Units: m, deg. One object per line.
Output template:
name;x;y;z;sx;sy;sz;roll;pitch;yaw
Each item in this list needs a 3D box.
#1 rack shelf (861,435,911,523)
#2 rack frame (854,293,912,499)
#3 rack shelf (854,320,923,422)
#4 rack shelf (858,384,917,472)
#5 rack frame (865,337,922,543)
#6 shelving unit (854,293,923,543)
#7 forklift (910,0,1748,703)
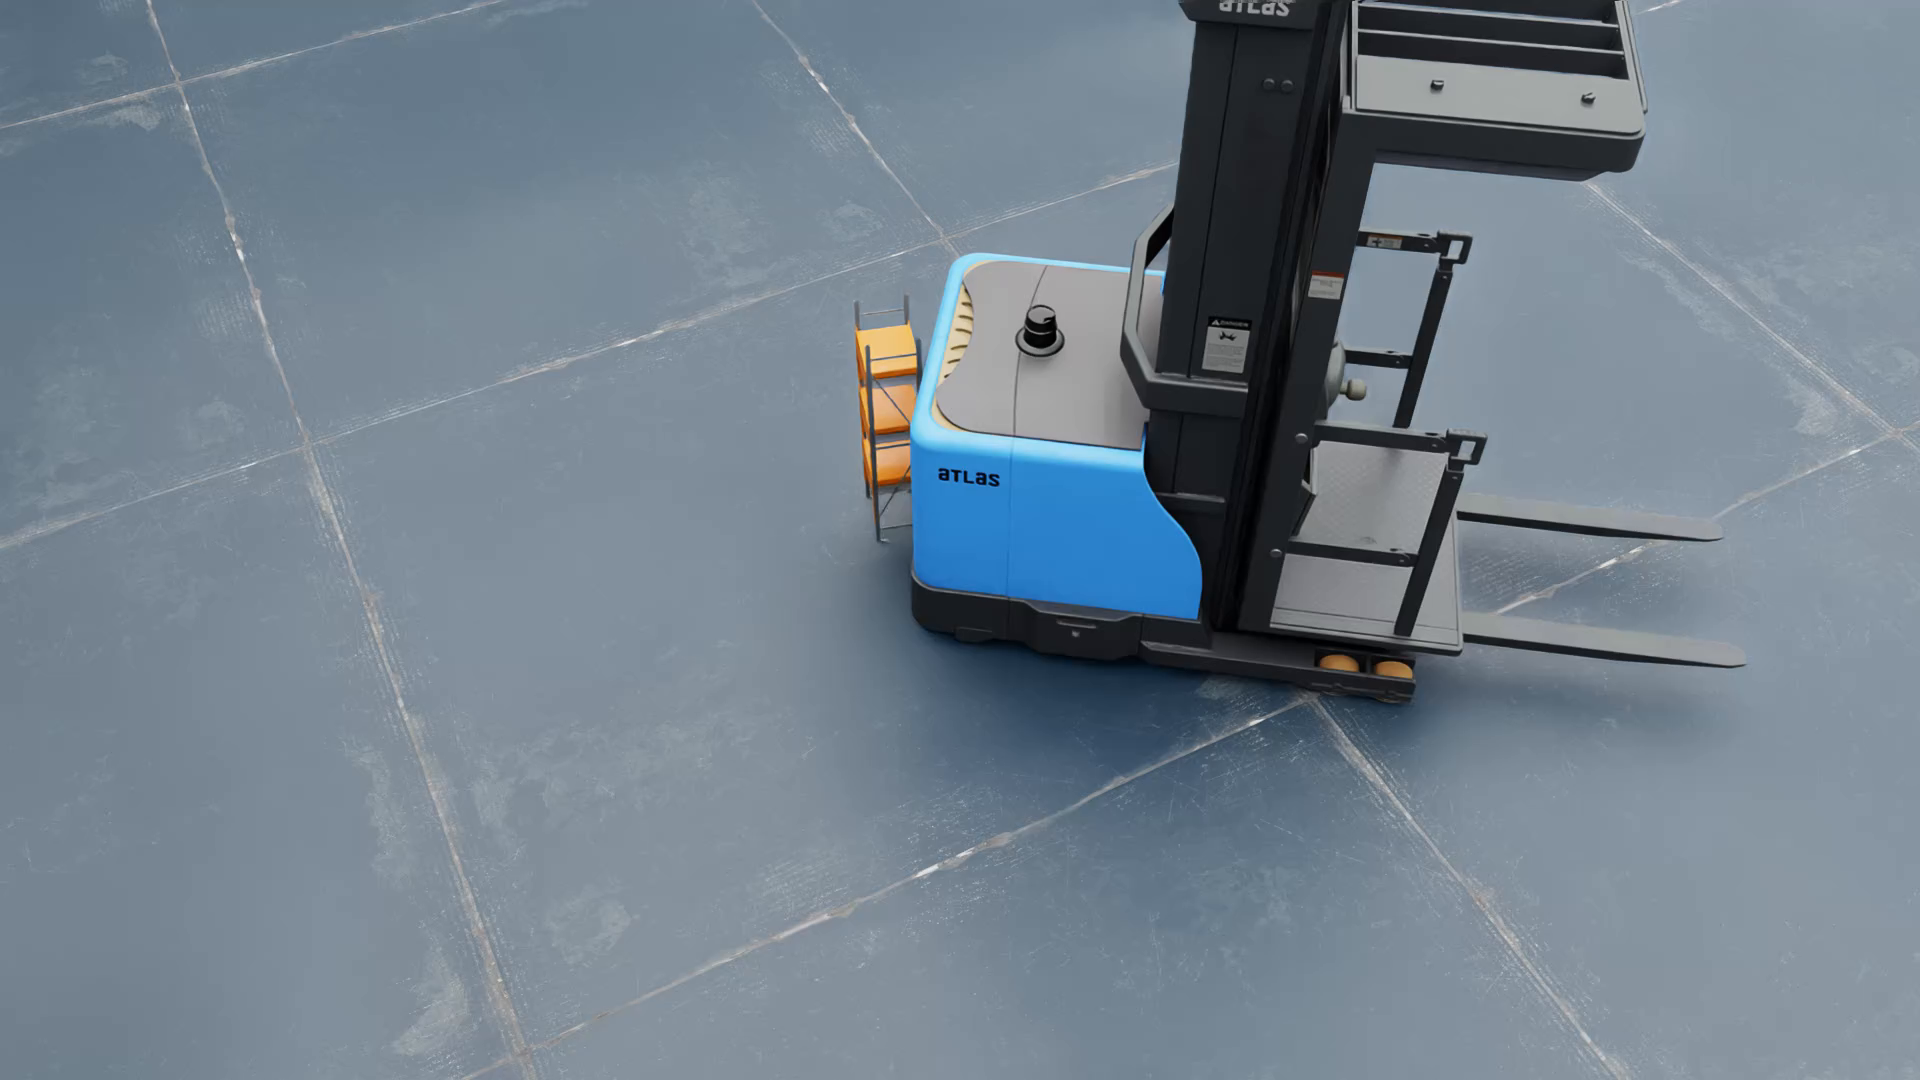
rack shelf;-0.260;-0.252;6.549;0.215;0.259;0.240;-9;49;-8
rack frame;-0.285;-0.532;6.410;0.200;1.050;0.008;-9;49;-8
rack shelf;-0.260;-0.622;6.126;0.215;0.259;0.240;-9;49;-8
rack shelf;-0.260;-0.435;6.340;0.215;0.259;0.240;-9;49;-8
rack frame;-0.236;-0.352;6.253;0.200;1.050;0.008;-9;49;-8
shelving unit;-0.260;-0.442;6.332;0.215;1.050;0.252;-9;49;-8
forklift;1.380;-0.800;5.395;3.031;2.935;1.130;7;49;6
